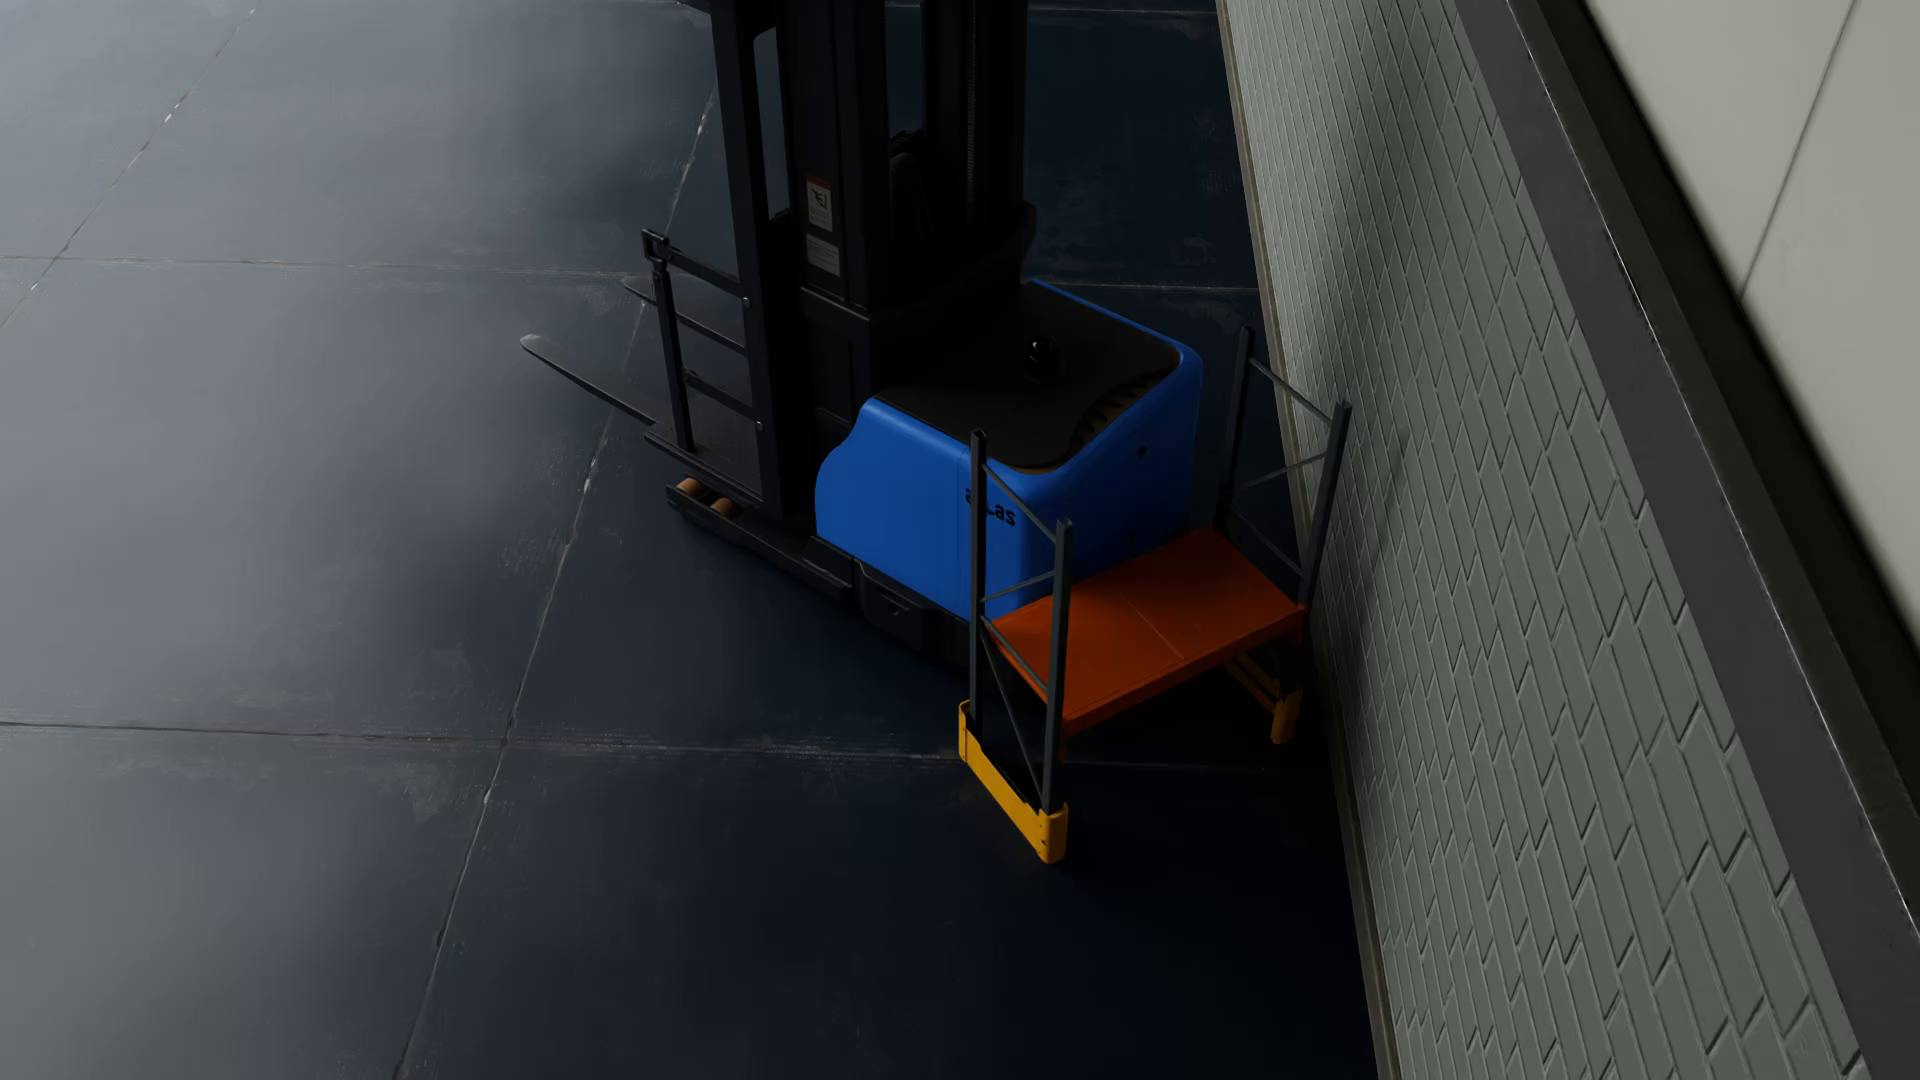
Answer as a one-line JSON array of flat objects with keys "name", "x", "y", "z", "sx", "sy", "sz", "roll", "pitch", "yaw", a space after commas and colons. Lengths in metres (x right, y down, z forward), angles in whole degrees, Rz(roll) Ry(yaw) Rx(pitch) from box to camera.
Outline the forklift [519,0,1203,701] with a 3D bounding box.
[{"name": "forklift", "x": -0.579, "y": -1.329, "z": 6.062, "sx": 3.031, "sy": 2.935, "sz": 1.130, "roll": 29, "pitch": 50, "yaw": 27}]

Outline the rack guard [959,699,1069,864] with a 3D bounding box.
[{"name": "rack guard", "x": 0.177, "y": 0.823, "z": 5.719, "sx": 0.087, "sy": 0.250, "sz": 0.587, "roll": -23, "pitch": 48, "yaw": -22}]

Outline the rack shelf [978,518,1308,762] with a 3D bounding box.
[{"name": "rack shelf", "x": 0.610, "y": 0.317, "z": 5.609, "sx": 1.000, "sy": 0.185, "sz": 0.538, "roll": -23, "pitch": 48, "yaw": -22}]

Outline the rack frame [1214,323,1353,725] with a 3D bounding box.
[{"name": "rack frame", "x": 1.043, "y": 0.004, "z": 5.681, "sx": 0.032, "sy": 1.500, "sz": 0.500, "roll": -23, "pitch": 48, "yaw": -22}]

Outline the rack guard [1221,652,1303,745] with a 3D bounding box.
[{"name": "rack guard", "x": 1.026, "y": 0.468, "z": 6.100, "sx": 0.087, "sy": 0.250, "sz": 0.587, "roll": -23, "pitch": 48, "yaw": -22}]

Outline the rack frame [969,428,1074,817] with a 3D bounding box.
[{"name": "rack frame", "x": 0.176, "y": 0.366, "z": 5.292, "sx": 0.032, "sy": 1.500, "sz": 0.500, "roll": -23, "pitch": 48, "yaw": -22}]

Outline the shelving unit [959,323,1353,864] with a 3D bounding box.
[{"name": "shelving unit", "x": 0.602, "y": 0.188, "z": 5.483, "sx": 1.083, "sy": 1.500, "sz": 0.587, "roll": -23, "pitch": 48, "yaw": -22}]
